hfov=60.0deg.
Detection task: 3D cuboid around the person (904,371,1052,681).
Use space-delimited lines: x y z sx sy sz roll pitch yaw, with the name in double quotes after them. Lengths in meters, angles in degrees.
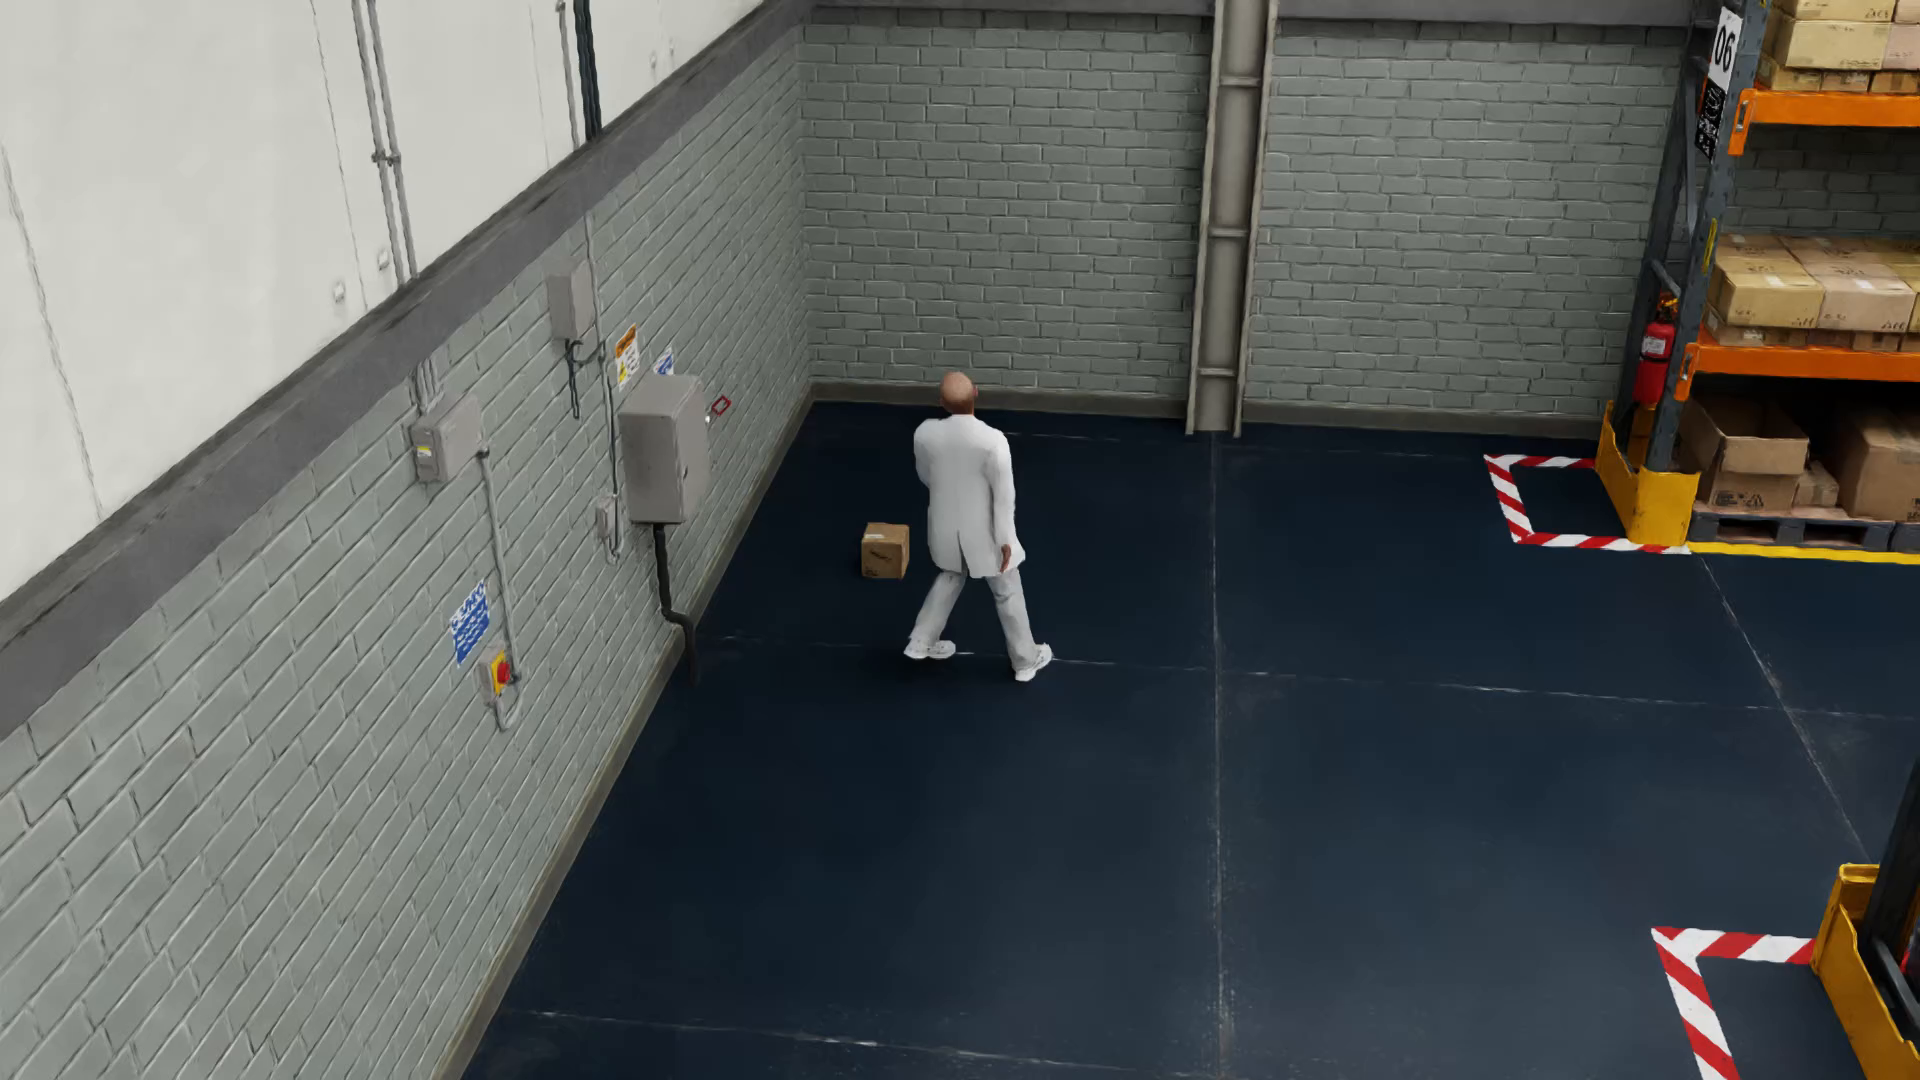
0.112 -0.022 8.821 0.715 1.637 0.631 9 29 16 "person"
